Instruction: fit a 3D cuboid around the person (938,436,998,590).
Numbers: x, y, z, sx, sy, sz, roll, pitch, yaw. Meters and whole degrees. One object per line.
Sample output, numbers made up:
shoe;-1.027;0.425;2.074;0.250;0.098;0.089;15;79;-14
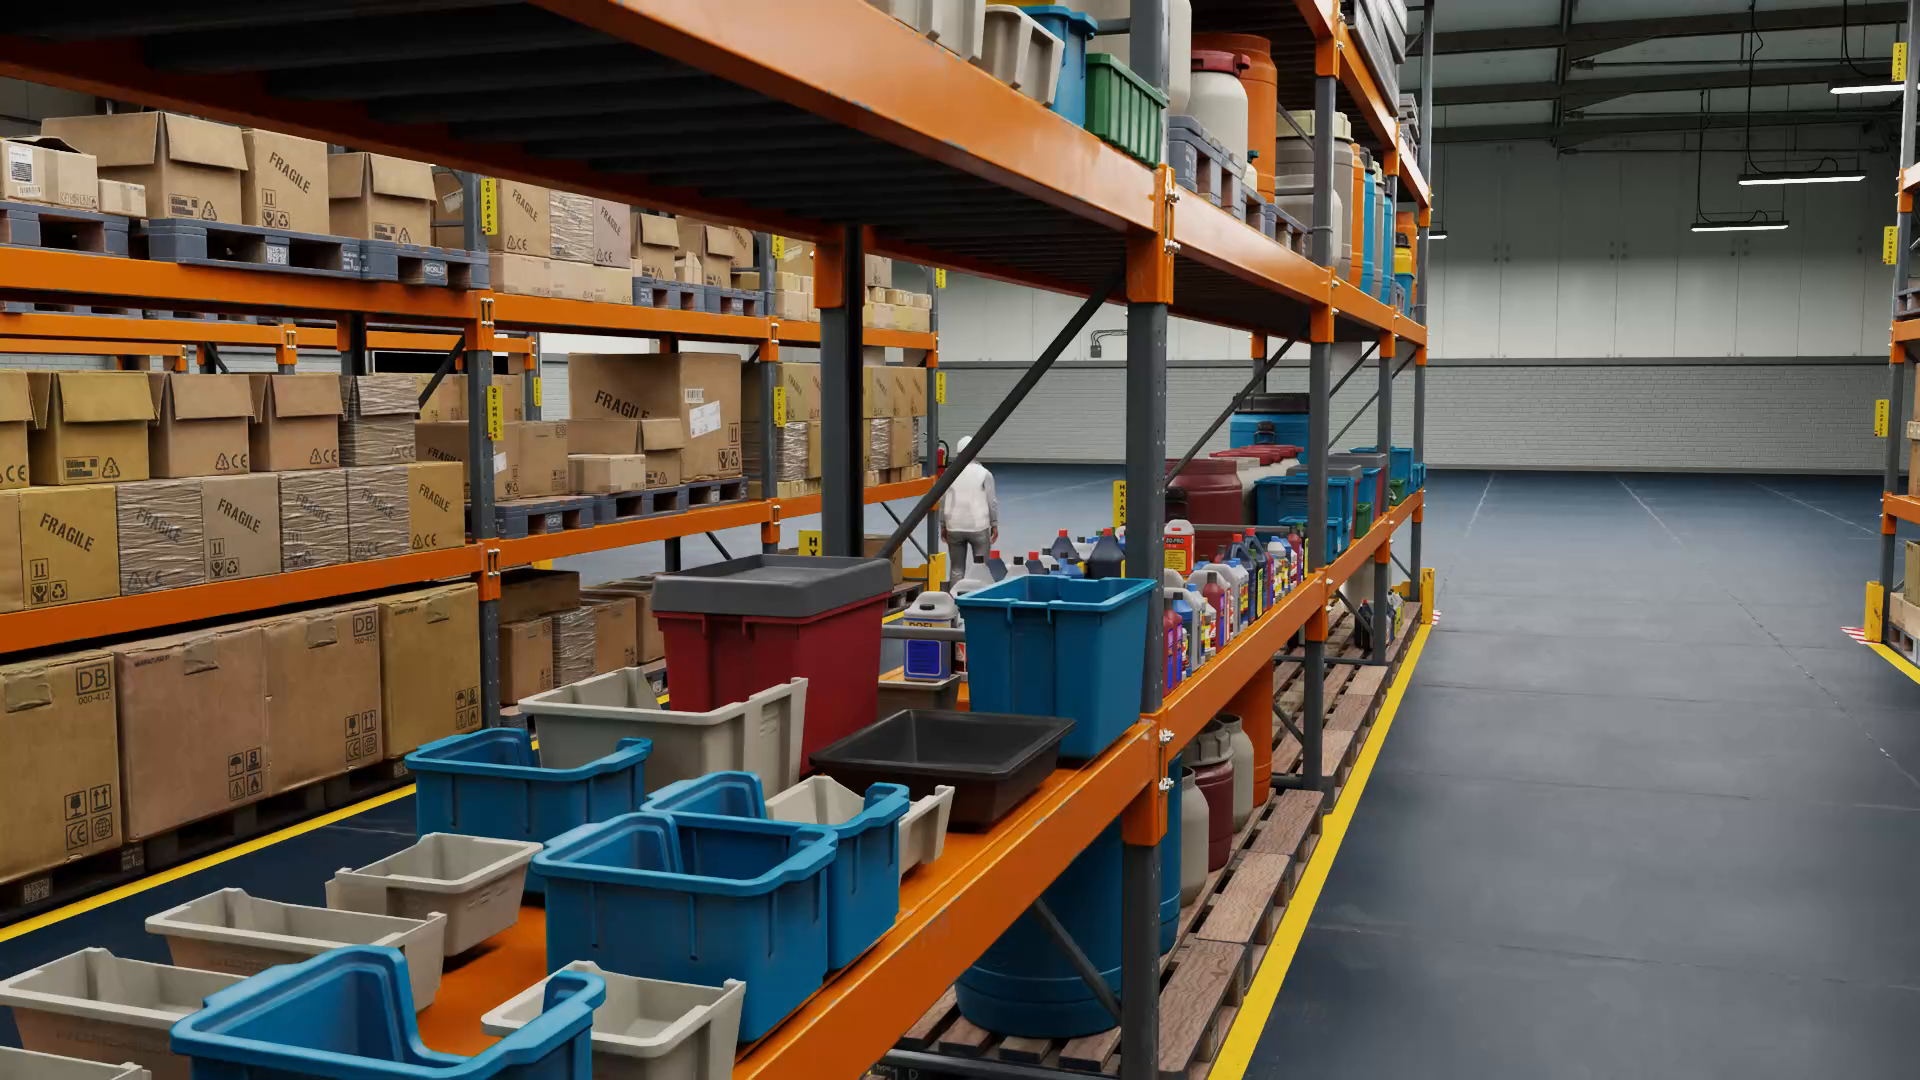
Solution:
person;0.086;-0.119;16.155;0.593;1.771;0.464;1;5;14
